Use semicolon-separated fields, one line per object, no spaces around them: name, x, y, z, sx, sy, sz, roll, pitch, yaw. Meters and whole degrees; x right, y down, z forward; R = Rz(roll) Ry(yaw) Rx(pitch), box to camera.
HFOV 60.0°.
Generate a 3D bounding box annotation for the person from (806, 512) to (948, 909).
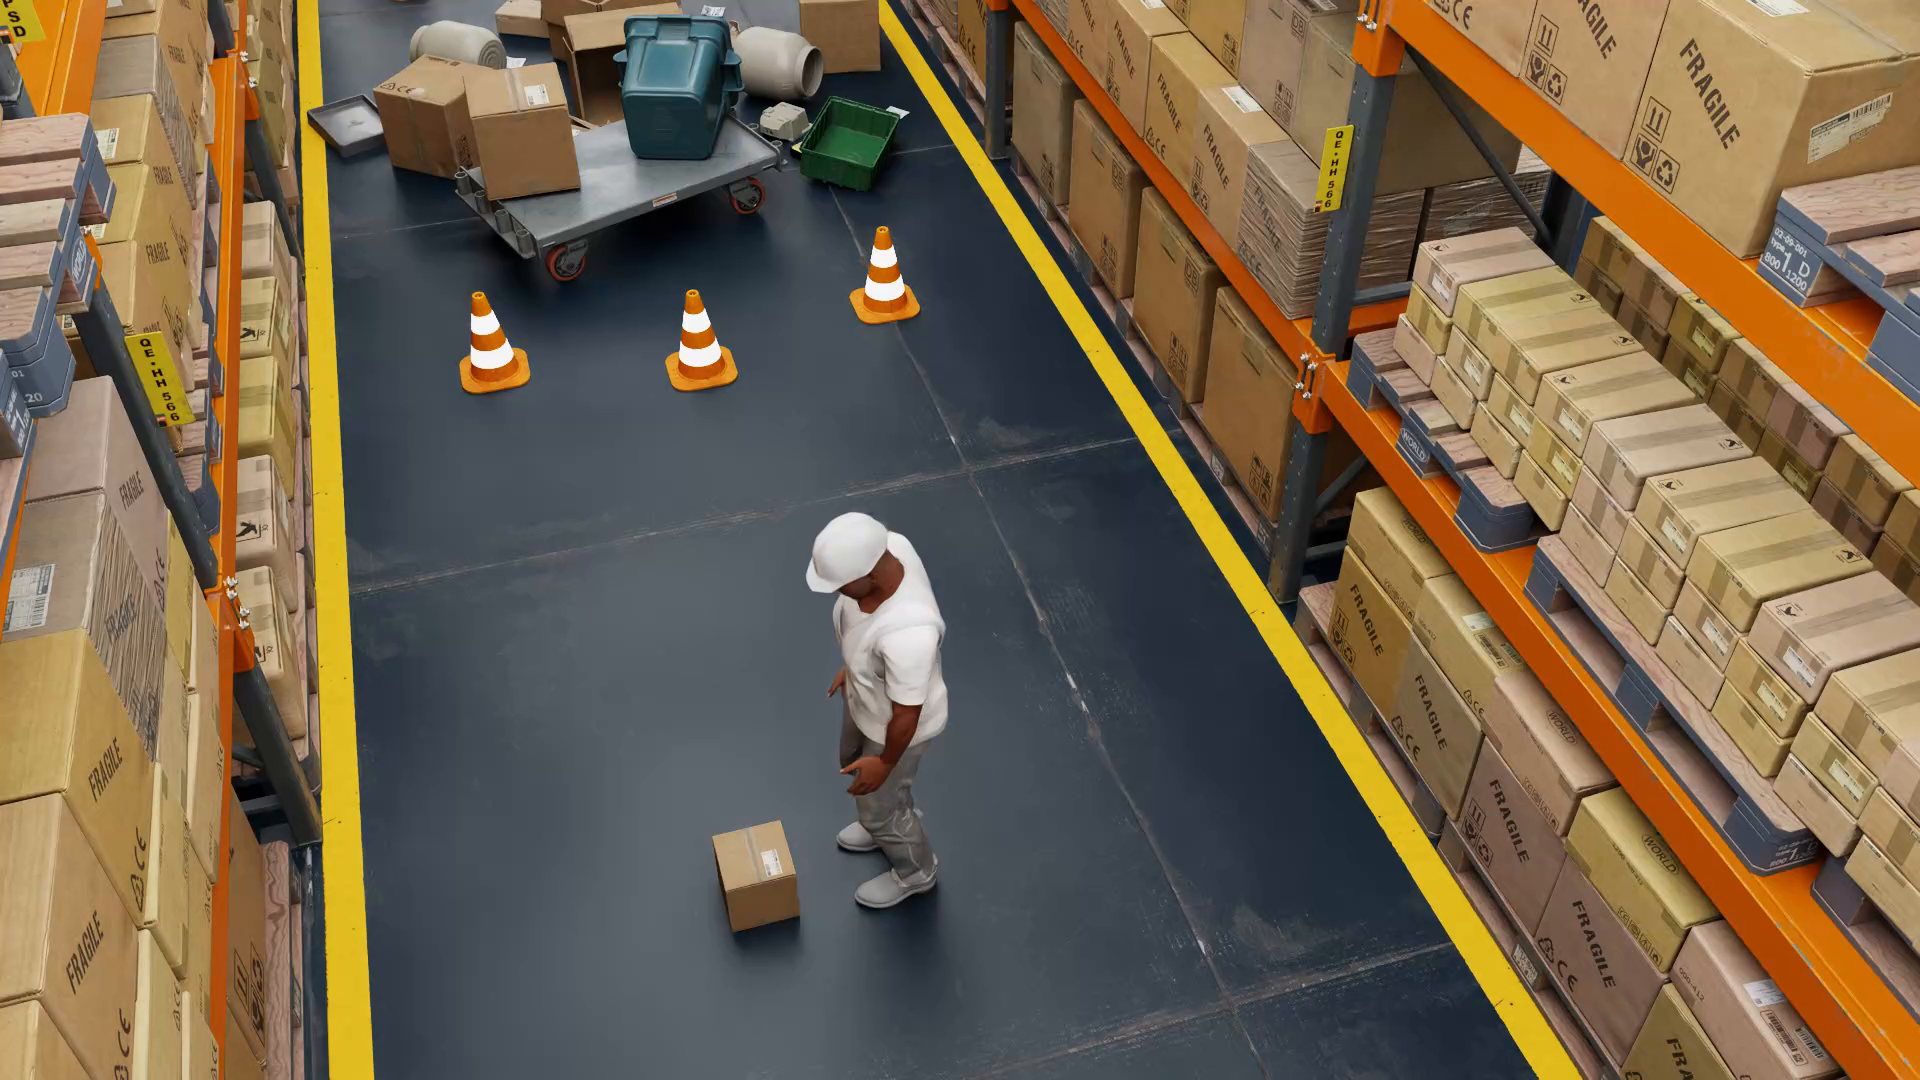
person;-0.263;0.570;5.535;0.422;1.732;0.584;-11;43;-12
